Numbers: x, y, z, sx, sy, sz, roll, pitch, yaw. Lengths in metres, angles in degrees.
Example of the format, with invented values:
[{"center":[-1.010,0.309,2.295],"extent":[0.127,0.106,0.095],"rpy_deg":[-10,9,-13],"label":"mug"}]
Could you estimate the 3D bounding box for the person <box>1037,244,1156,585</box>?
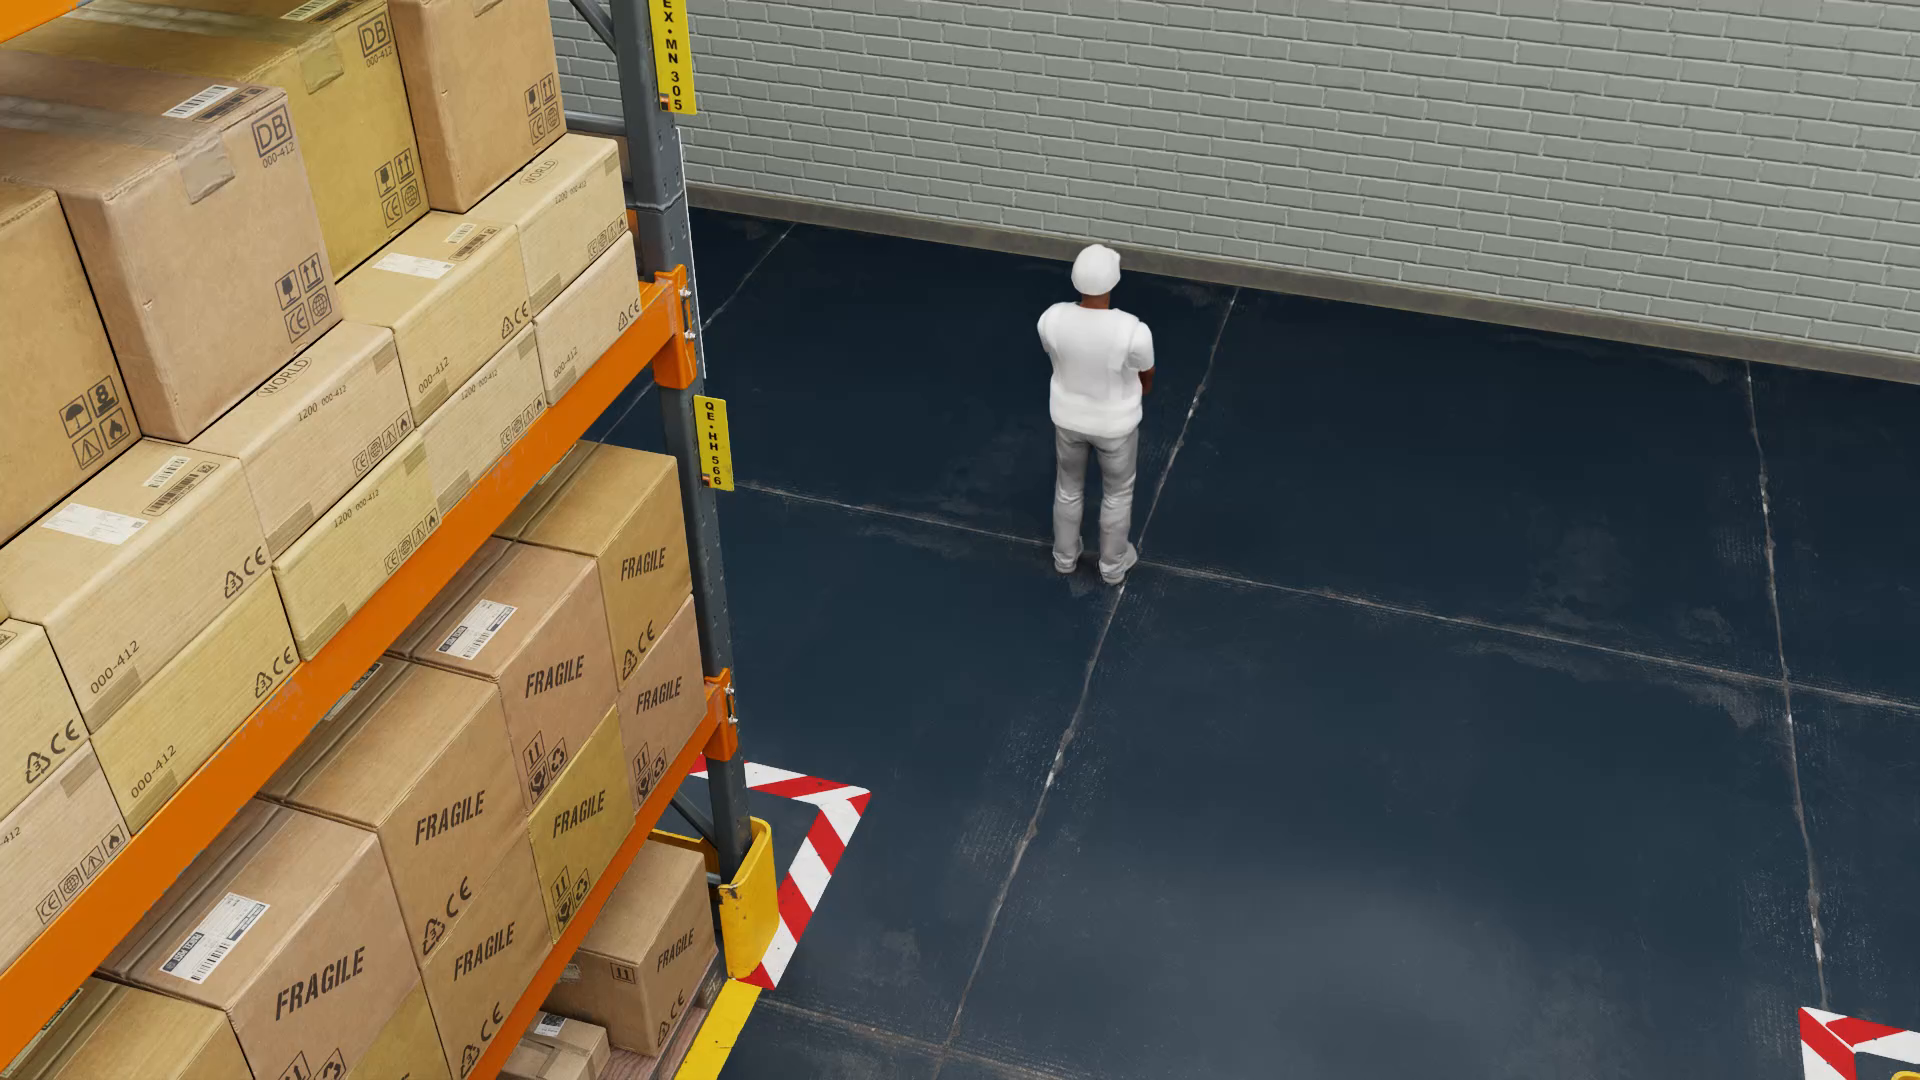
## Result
[{"center":[0.648,-0.616,7.693],"extent":[0.516,1.770,0.571],"rpy_deg":[13,39,17],"label":"person"}]
